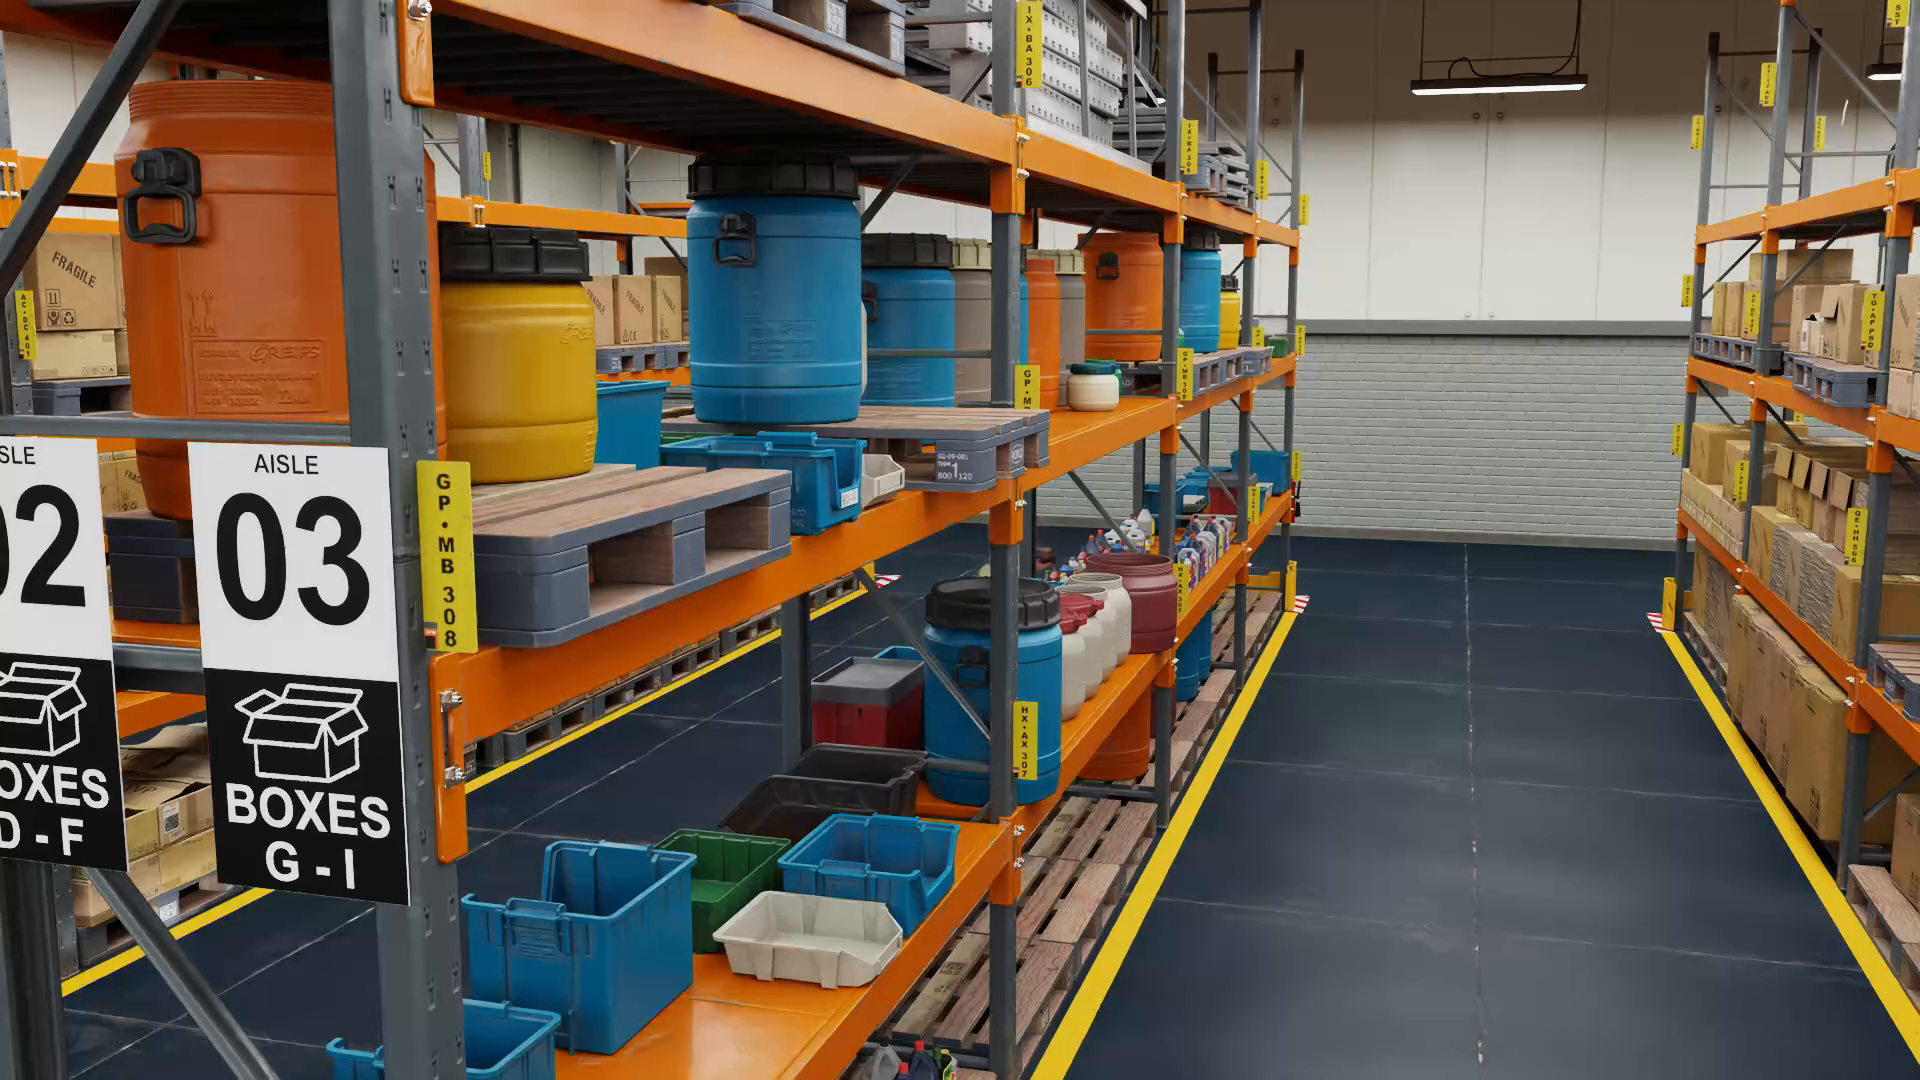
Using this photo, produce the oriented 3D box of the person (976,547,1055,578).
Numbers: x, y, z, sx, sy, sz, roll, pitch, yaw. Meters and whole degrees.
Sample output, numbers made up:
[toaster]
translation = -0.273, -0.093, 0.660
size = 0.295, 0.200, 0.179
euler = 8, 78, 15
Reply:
[person]
translation = 0.561, 0.535, 16.884
size = 0.831, 0.901, 0.464
euler = 2, 9, 14
